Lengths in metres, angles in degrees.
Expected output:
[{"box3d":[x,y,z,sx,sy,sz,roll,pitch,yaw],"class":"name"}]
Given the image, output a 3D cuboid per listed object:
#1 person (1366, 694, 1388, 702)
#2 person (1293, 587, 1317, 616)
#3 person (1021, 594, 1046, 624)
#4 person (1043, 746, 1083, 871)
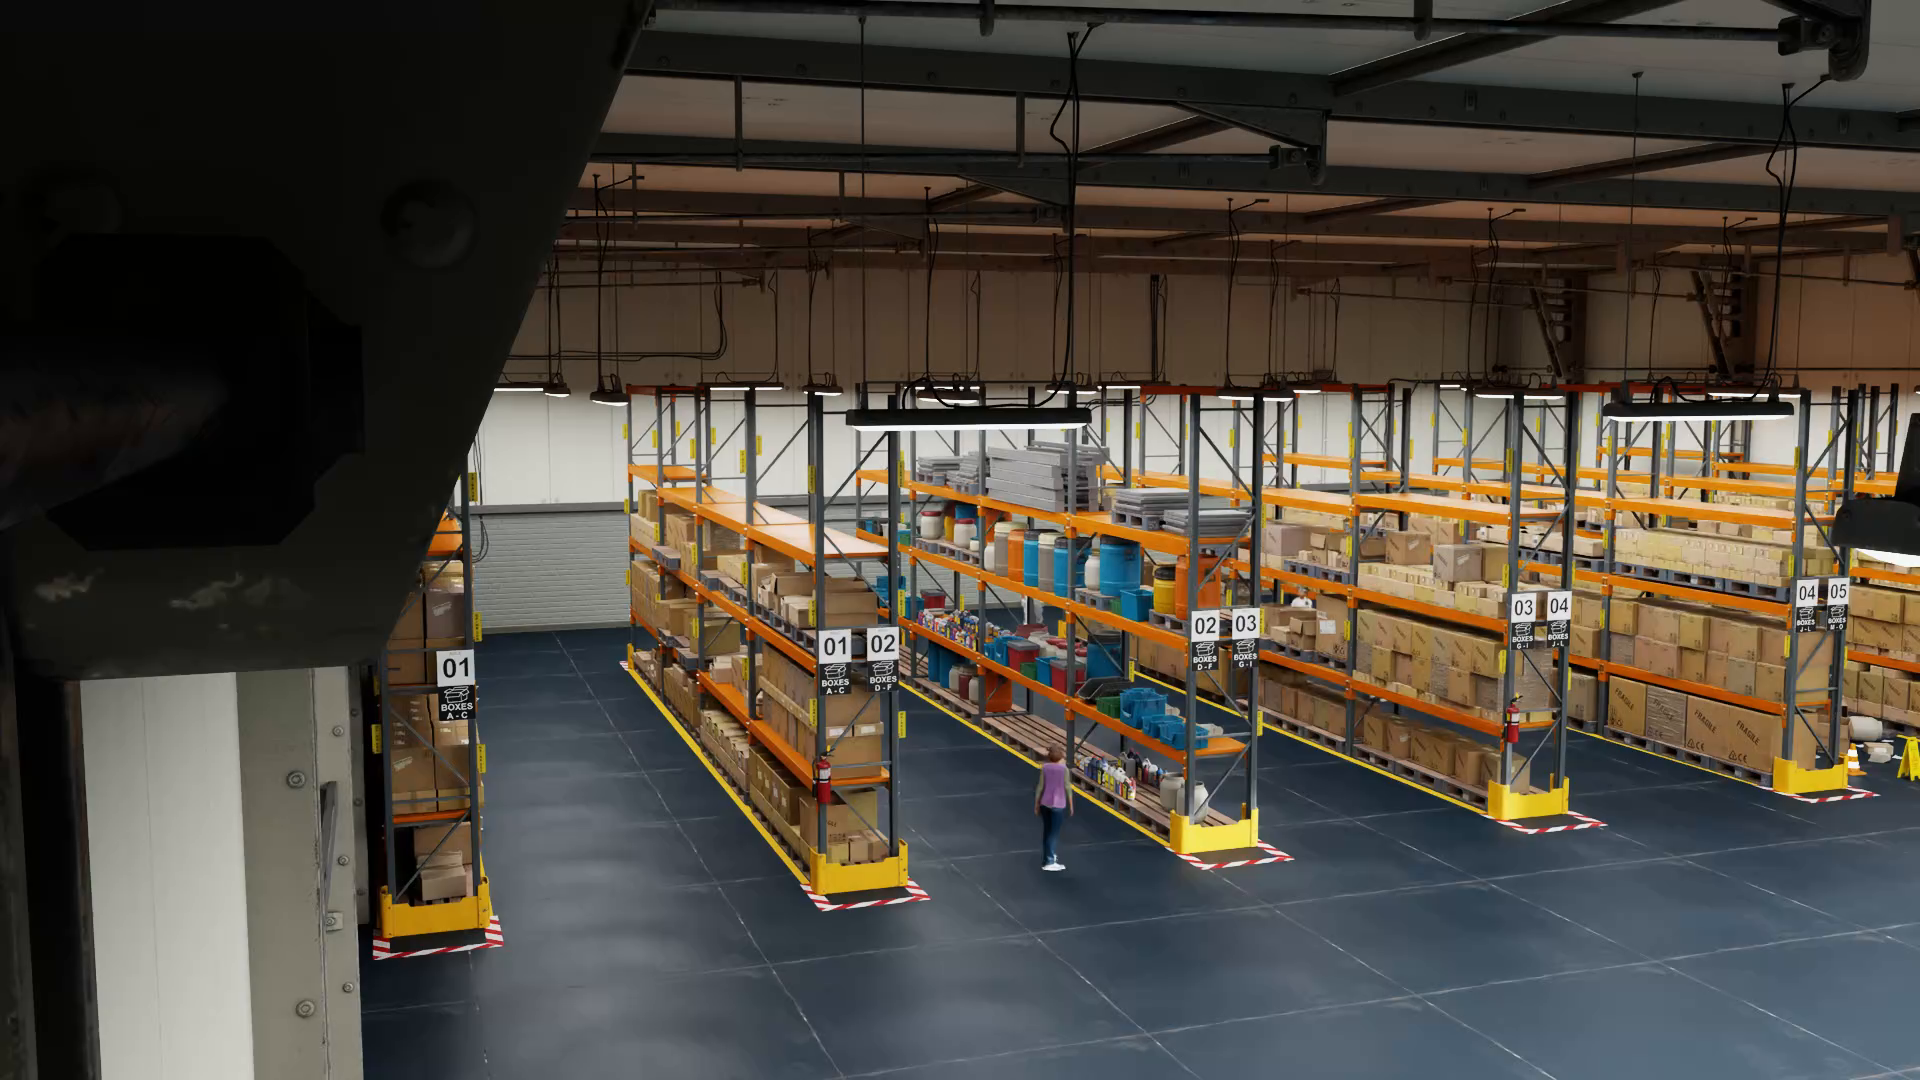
[{"box3d":[8.007,2.172,31.766,0.573,1.788,0.448,5,8,40],"class":"person"},{"box3d":[7.411,1.815,35.955,0.551,1.634,0.688,-1,6,-12],"class":"person"},{"box3d":[1.725,1.403,39.262,0.584,1.772,0.922,-1,6,-6],"class":"person"},{"box3d":[1.272,3.389,21.057,0.579,1.583,0.382,5,8,41],"class":"person"}]
